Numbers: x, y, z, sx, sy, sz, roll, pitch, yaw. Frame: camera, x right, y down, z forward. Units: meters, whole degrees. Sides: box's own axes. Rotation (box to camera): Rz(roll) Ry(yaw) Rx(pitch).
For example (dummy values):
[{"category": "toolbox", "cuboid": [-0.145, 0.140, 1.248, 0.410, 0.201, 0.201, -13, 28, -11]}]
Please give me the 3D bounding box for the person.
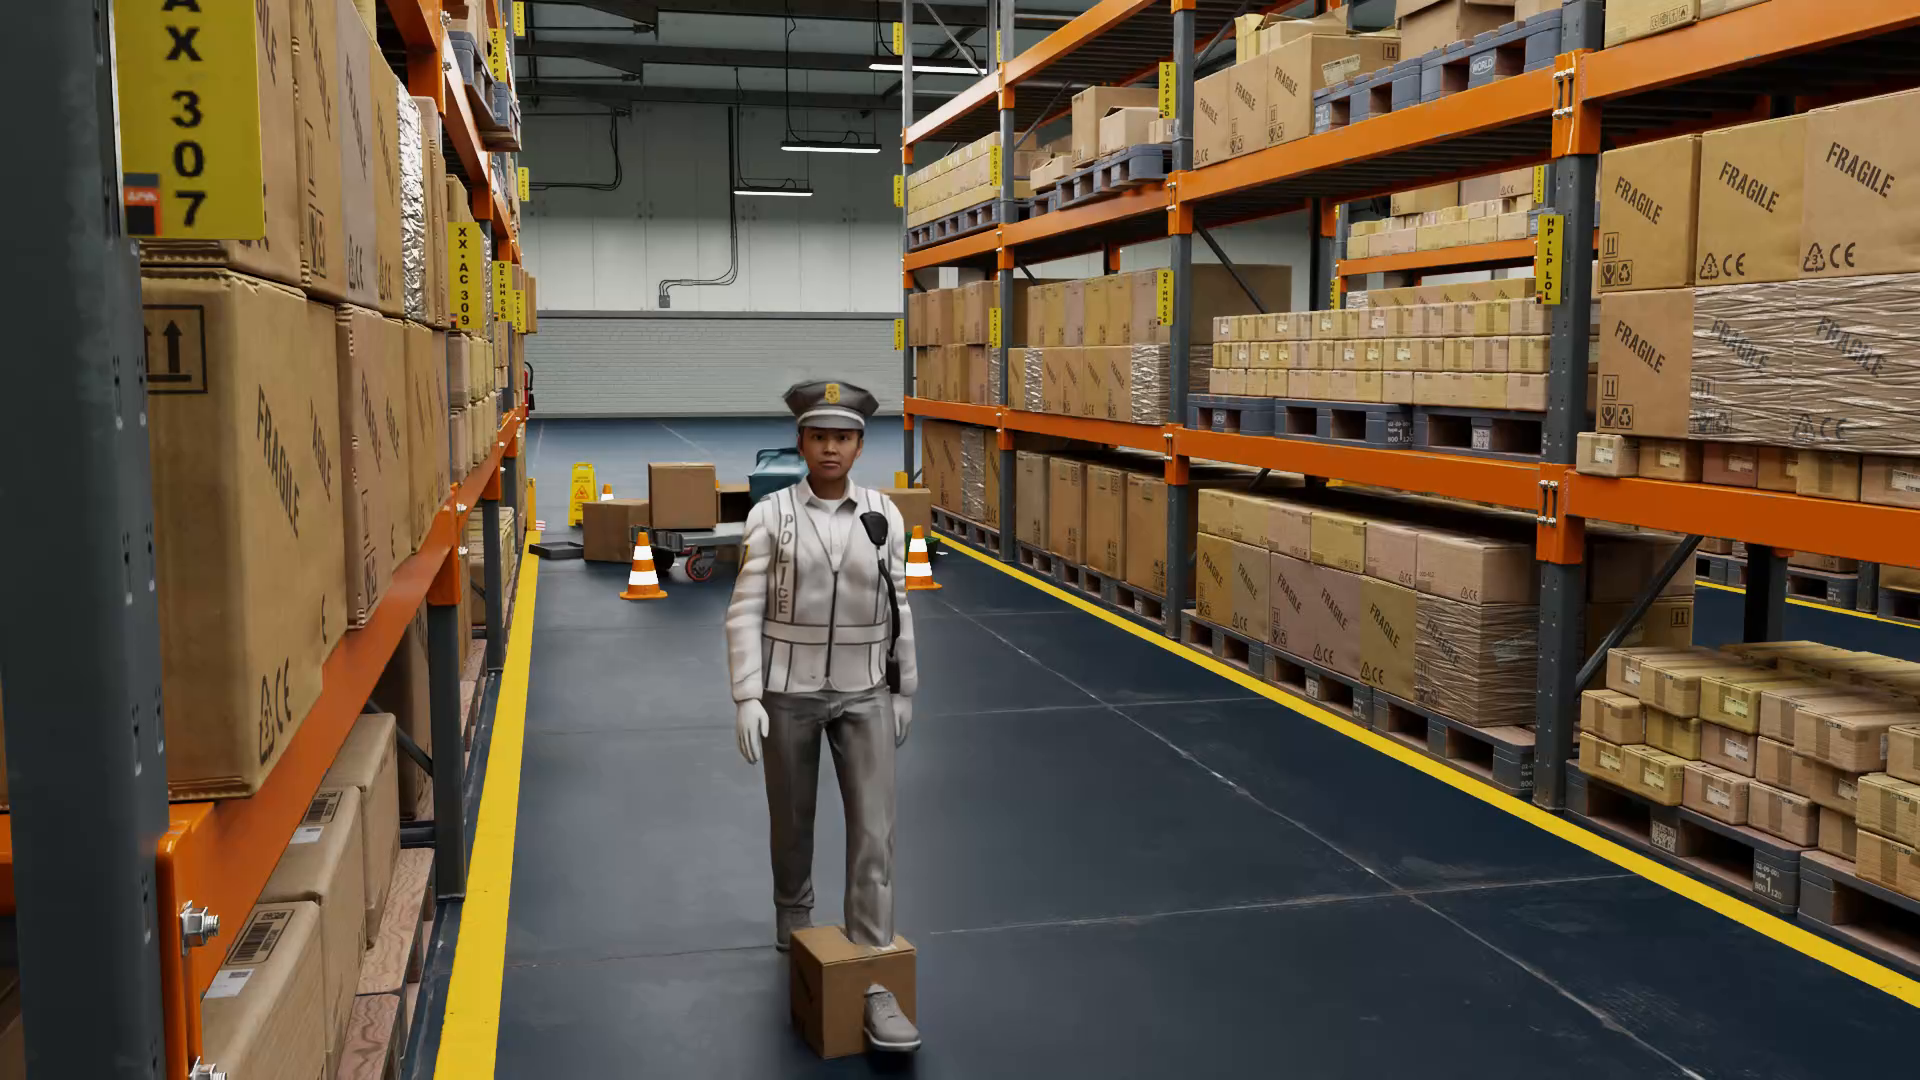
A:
[{"category": "person", "cuboid": [-0.348, 0.398, 4.348, 0.523, 1.628, 1.003, -1, 6, -8]}]
